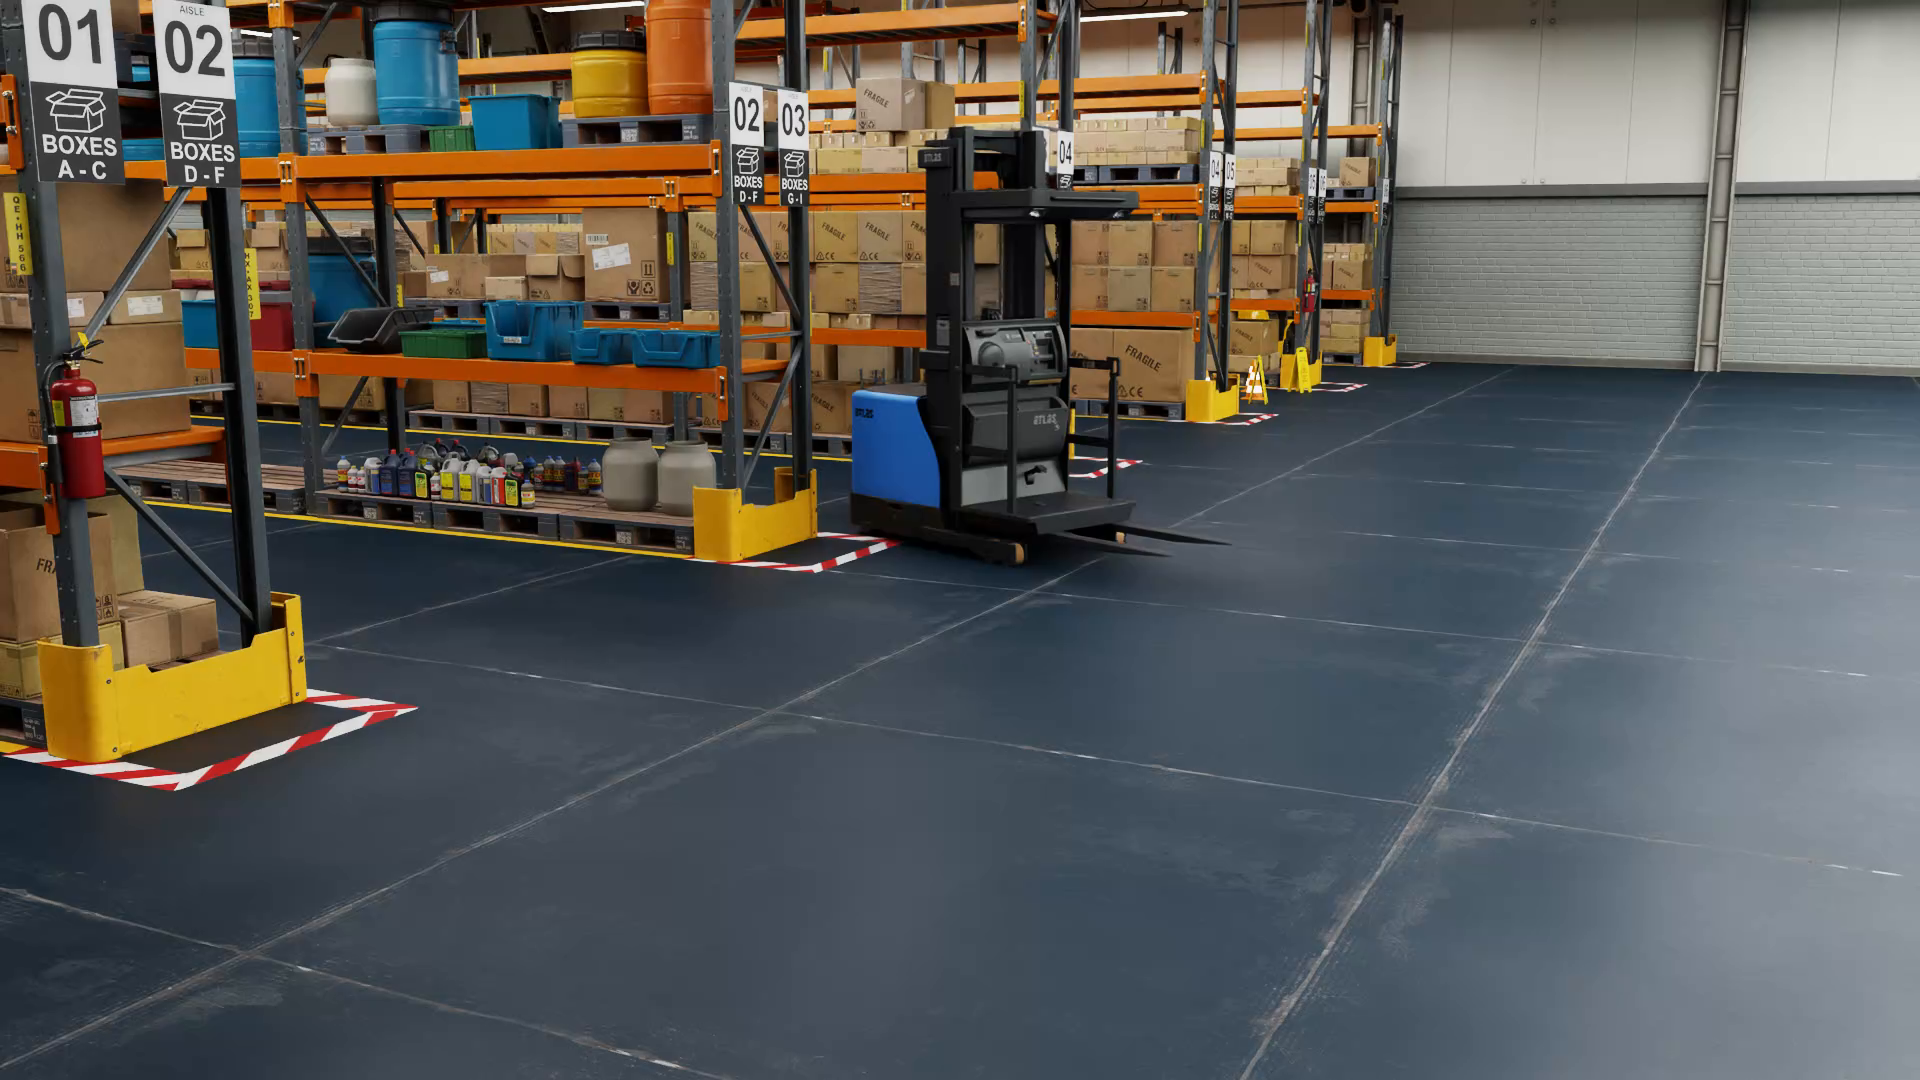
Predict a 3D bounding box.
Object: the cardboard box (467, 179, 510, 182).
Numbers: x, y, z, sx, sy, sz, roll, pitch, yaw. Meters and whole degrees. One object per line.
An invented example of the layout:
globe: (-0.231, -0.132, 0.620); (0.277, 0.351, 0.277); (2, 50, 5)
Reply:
cardboard box: (-5.110, -4.095, 18.432); (0.500, 0.250, 0.500); (5, 12, 27)

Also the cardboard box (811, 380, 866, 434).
cardboard box: (-1.308, -1.393, 17.345); (0.500, 0.500, 0.500); (4, 11, 21)

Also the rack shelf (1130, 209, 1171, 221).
rack shelf: (2.027, -6.190, 31.607); (4.000, 0.370, 1.077); (5, 11, 26)

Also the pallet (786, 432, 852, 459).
pallet: (-1.041, -1.019, 17.270); (1.213, 0.211, 1.003); (5, 11, 26)

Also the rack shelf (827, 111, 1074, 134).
rack shelf: (-0.166, -6.676, 26.994); (4.000, 0.370, 1.077); (5, 11, 26)

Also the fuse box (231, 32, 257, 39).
fuse box: (-14.289, -9.988, 33.163); (0.176, 0.334, 0.513); (5, 11, 26)

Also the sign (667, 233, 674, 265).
sign: (-3.000, -3.016, 17.218); (0.005, 0.325, 0.100); (5, 11, 26)

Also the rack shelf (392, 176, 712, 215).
rack shelf: (-4.551, -3.814, 18.480); (4.000, 0.370, 1.077); (5, 11, 26)

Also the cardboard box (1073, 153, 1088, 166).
cardboard box: (1.528, -4.684, 20.512); (0.250, 0.149, 0.380); (5, 11, 26)

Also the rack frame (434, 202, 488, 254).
rack frame: (-7.646, -3.949, 25.629); (0.127, 3.000, 1.000); (5, 11, 26)

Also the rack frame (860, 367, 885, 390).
rack frame: (-0.666, -0.730, 12.893); (0.240, 1.200, 0.006); (-9, 12, -41)

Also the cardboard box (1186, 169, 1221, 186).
cardboard box: (3.719, -5.428, 24.963); (0.500, 0.250, 0.500); (5, 12, 27)

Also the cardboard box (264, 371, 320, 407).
cardboard box: (-7.750, -2.140, 20.420); (0.875, 0.875, 1.225); (5, 11, 26)

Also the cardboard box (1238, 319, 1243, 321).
cardboard box: (4.121, -3.175, 25.786); (0.500, 0.500, 0.500); (5, 11, 24)

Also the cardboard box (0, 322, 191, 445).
cardboard box: (-3.970, -0.726, 7.537); (0.500, 0.500, 0.700); (5, 11, 26)

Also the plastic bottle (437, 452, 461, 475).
plastic bottle: (-4.115, -0.574, 13.394); (0.135, 0.276, 0.152); (5, 11, 26)

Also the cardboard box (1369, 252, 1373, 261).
cardboard box: (7.218, -5.032, 29.508); (0.250, 0.149, 0.380); (5, 11, 24)

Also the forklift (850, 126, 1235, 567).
forklift: (0.537, -1.363, 11.531); (1.130, 2.935, 3.031); (-9, 14, -41)

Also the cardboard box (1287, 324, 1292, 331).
cardboard box: (5.915, -3.762, 29.731); (0.500, 0.250, 0.500); (5, 11, 25)

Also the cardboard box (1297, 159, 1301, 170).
cardboard box: (4.986, -5.608, 24.835); (0.250, 0.149, 0.380); (5, 11, 25)

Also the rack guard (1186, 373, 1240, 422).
rack guard: (3.137, -1.772, 20.616); (0.348, 0.500, 1.175); (5, 11, 26)

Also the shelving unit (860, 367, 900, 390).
shelving unit: (-0.605, -0.720, 12.826); (0.258, 1.200, 0.189); (-9, 12, -41)

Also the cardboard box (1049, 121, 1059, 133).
cardboard box: (1.295, -5.097, 20.553); (0.250, 0.149, 0.380); (5, 11, 26)

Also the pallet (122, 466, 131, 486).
pallet: (-7.859, -0.619, 15.060); (1.213, 0.211, 1.003); (5, 11, 26)

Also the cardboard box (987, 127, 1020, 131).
cardboard box: (0.443, -3.790, 15.627); (0.250, 0.149, 0.380); (5, 11, 26)

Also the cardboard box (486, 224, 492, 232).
cardboard box: (-8.672, -5.842, 31.177); (0.250, 0.149, 0.380); (5, 12, 27)

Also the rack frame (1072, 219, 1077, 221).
rack frame: (1.627, -4.117, 26.558); (0.127, 3.000, 1.000); (5, 11, 26)

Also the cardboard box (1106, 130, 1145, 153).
cardboard box: (2.104, -4.842, 20.263); (0.500, 0.250, 0.500); (5, 11, 26)

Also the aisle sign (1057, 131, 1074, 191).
aisle sign: (1.018, -3.542, 16.077); (0.004, 0.787, 0.394); (5, 11, 26)

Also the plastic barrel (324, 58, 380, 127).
plastic barrel: (-4.650, -3.416, 12.767); (0.421, 0.512, 0.421); (0, 10, 0)

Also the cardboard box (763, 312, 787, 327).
cardboard box: (-1.808, -2.265, 17.026); (0.250, 0.149, 0.380); (5, 11, 26)

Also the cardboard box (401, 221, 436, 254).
cardboard box: (-8.188, -4.631, 25.470); (0.500, 0.500, 0.500); (5, 11, 24)

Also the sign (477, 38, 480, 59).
sign: (-7.406, -7.528, 25.489); (0.005, 0.325, 0.100); (5, 11, 26)

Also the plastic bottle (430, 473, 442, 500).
plastic bottle: (-3.996, -0.412, 12.708); (0.097, 0.201, 0.097); (0, 10, 0)

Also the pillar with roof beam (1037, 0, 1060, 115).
pillar with roof beam: (-0.104, -7.531, 28.576); (0.548, 9.000, 9.100); (5, 11, 26)

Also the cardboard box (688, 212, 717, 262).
cardboard box: (-2.466, -3.146, 17.268); (0.500, 0.500, 0.500); (5, 11, 26)

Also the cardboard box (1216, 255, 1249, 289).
cardboard box: (4.159, -4.037, 24.996); (0.500, 0.500, 0.500); (5, 11, 26)

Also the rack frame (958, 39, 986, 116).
rack frame: (0.233, -8.178, 32.147); (0.127, 3.000, 1.000); (5, 11, 26)

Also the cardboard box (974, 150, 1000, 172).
cardboard box: (0.285, -3.619, 15.803); (0.500, 0.250, 0.500); (5, 12, 27)

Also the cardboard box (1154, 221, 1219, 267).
cardboard box: (2.799, -3.644, 20.490); (0.550, 0.550, 0.875); (5, 11, 26)

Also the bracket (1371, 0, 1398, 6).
bracket: (7.397, -9.428, 28.948); (0.430, 0.232, 0.235); (5, 11, 26)

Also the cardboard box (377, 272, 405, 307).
cardboard box: (-6.897, -2.898, 19.542); (0.500, 0.500, 0.500); (5, 12, 28)

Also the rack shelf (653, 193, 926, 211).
rack shelf: (-2.266, -4.599, 22.813); (4.000, 0.370, 1.077); (5, 11, 26)

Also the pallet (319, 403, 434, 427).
pallet: (-7.018, -1.552, 20.212); (1.213, 0.211, 1.003); (5, 11, 26)

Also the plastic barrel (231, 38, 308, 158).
plastic barrel: (-5.501, -3.472, 13.160); (0.708, 0.901, 0.600); (5, 11, 26)

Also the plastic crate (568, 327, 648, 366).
plastic crate: (-2.523, -1.399, 11.955); (0.408, 0.251, 0.499); (5, 11, 26)

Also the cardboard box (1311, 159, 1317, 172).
cardboard box: (6.028, -6.469, 29.388); (0.500, 0.500, 0.700); (5, 11, 26)

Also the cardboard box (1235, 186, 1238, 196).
cardboard box: (4.112, -5.209, 24.874); (0.250, 0.149, 0.380); (5, 11, 26)

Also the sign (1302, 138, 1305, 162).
sign: (4.951, -5.627, 23.989); (0.005, 0.325, 0.100); (5, 11, 26)

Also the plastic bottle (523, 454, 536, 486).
plastic bottle: (-3.429, -0.546, 13.250); (0.097, 0.271, 0.097); (0, 10, 0)

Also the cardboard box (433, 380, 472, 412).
cardboard box: (-5.735, -1.787, 19.464); (0.500, 0.500, 0.700); (4, 11, 23)

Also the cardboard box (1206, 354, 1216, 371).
cardboard box: (3.910, -2.719, 25.371); (0.500, 0.250, 0.500); (5, 11, 26)

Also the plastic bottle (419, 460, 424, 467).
plastic bottle: (-4.225, -0.496, 12.972); (0.097, 0.271, 0.097); (0, 10, 0)

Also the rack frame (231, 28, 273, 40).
rack frame: (-11.234, -7.217, 26.836); (0.127, 3.000, 1.000); (5, 11, 26)

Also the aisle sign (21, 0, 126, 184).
aisle sign: (-3.628, -1.865, 6.812); (0.004, 0.787, 0.394); (5, 11, 26)
